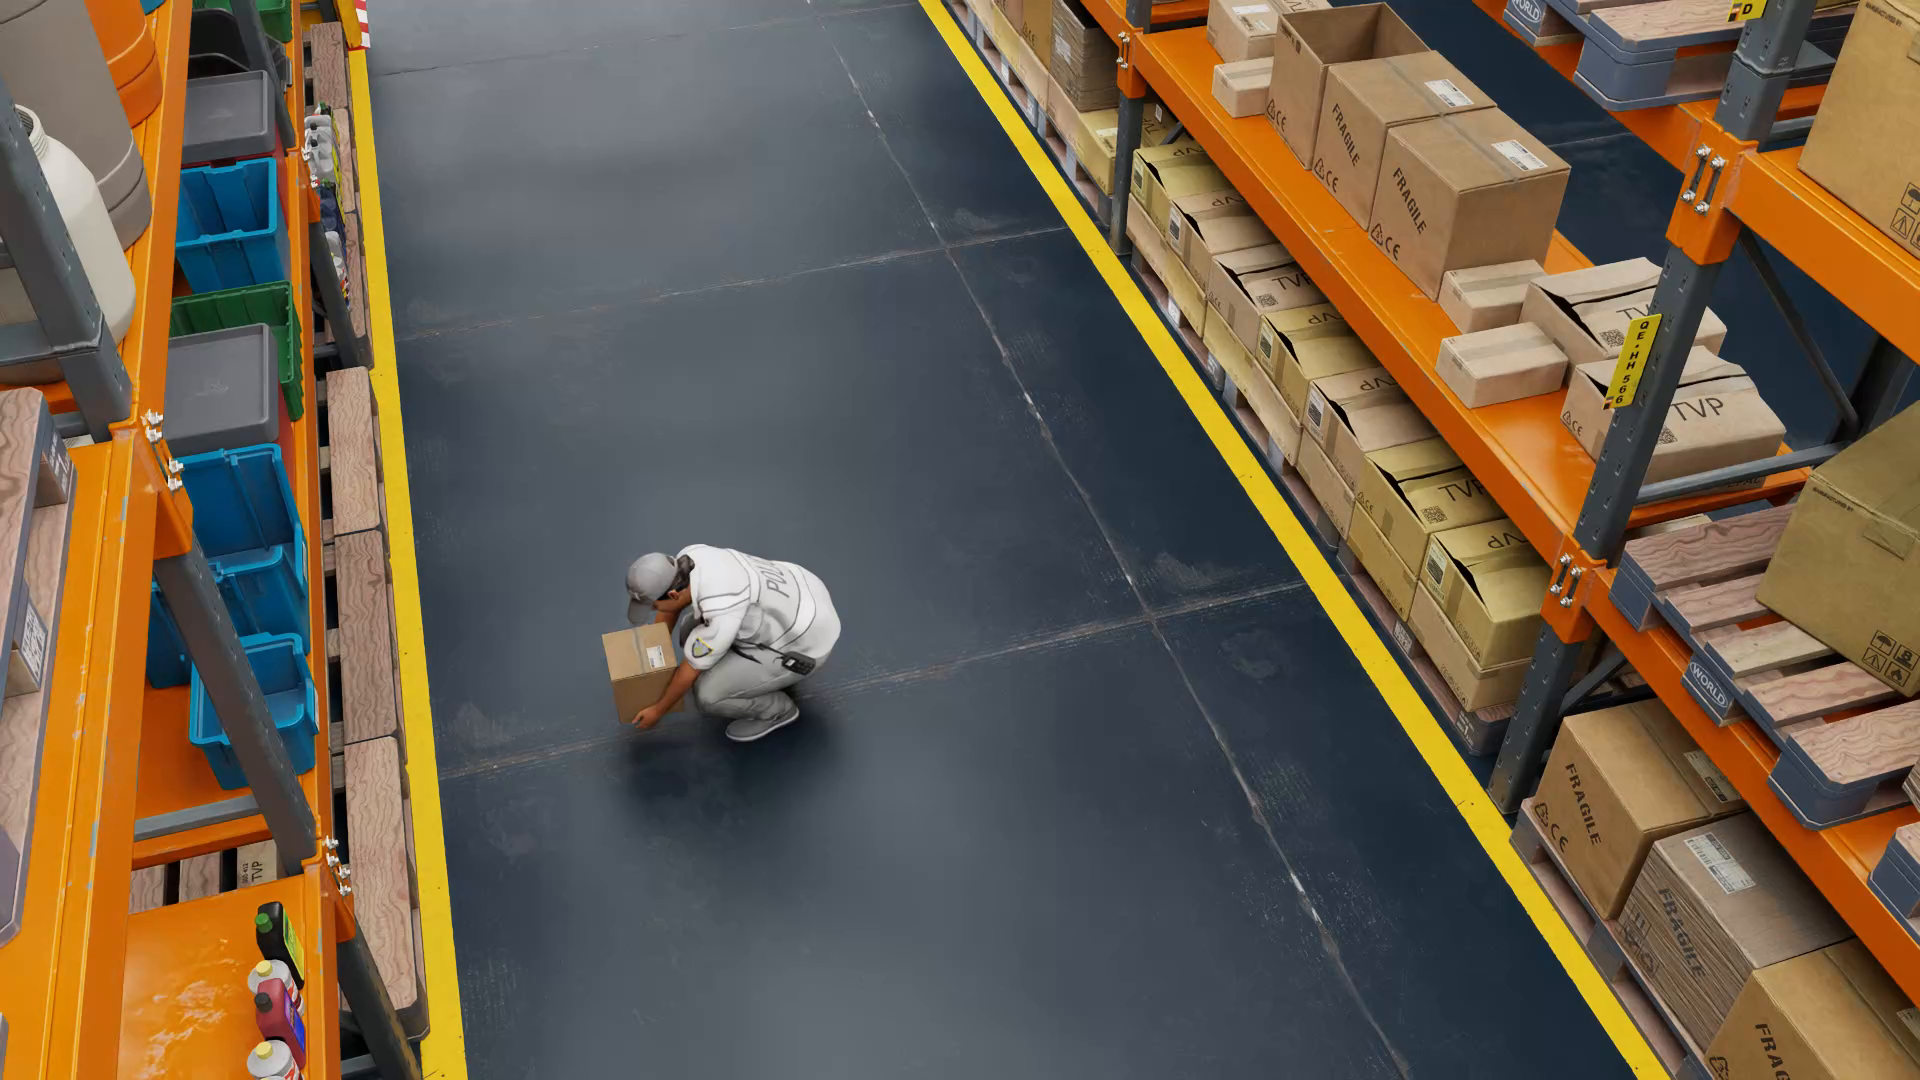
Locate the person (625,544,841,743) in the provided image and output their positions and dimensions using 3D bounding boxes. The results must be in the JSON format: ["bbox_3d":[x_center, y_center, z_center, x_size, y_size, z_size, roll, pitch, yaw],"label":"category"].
[{"bbox_3d":[-0.885,0.332,6.345,0.844,0.940,0.515,-12,44,-13],"label":"person"}]
